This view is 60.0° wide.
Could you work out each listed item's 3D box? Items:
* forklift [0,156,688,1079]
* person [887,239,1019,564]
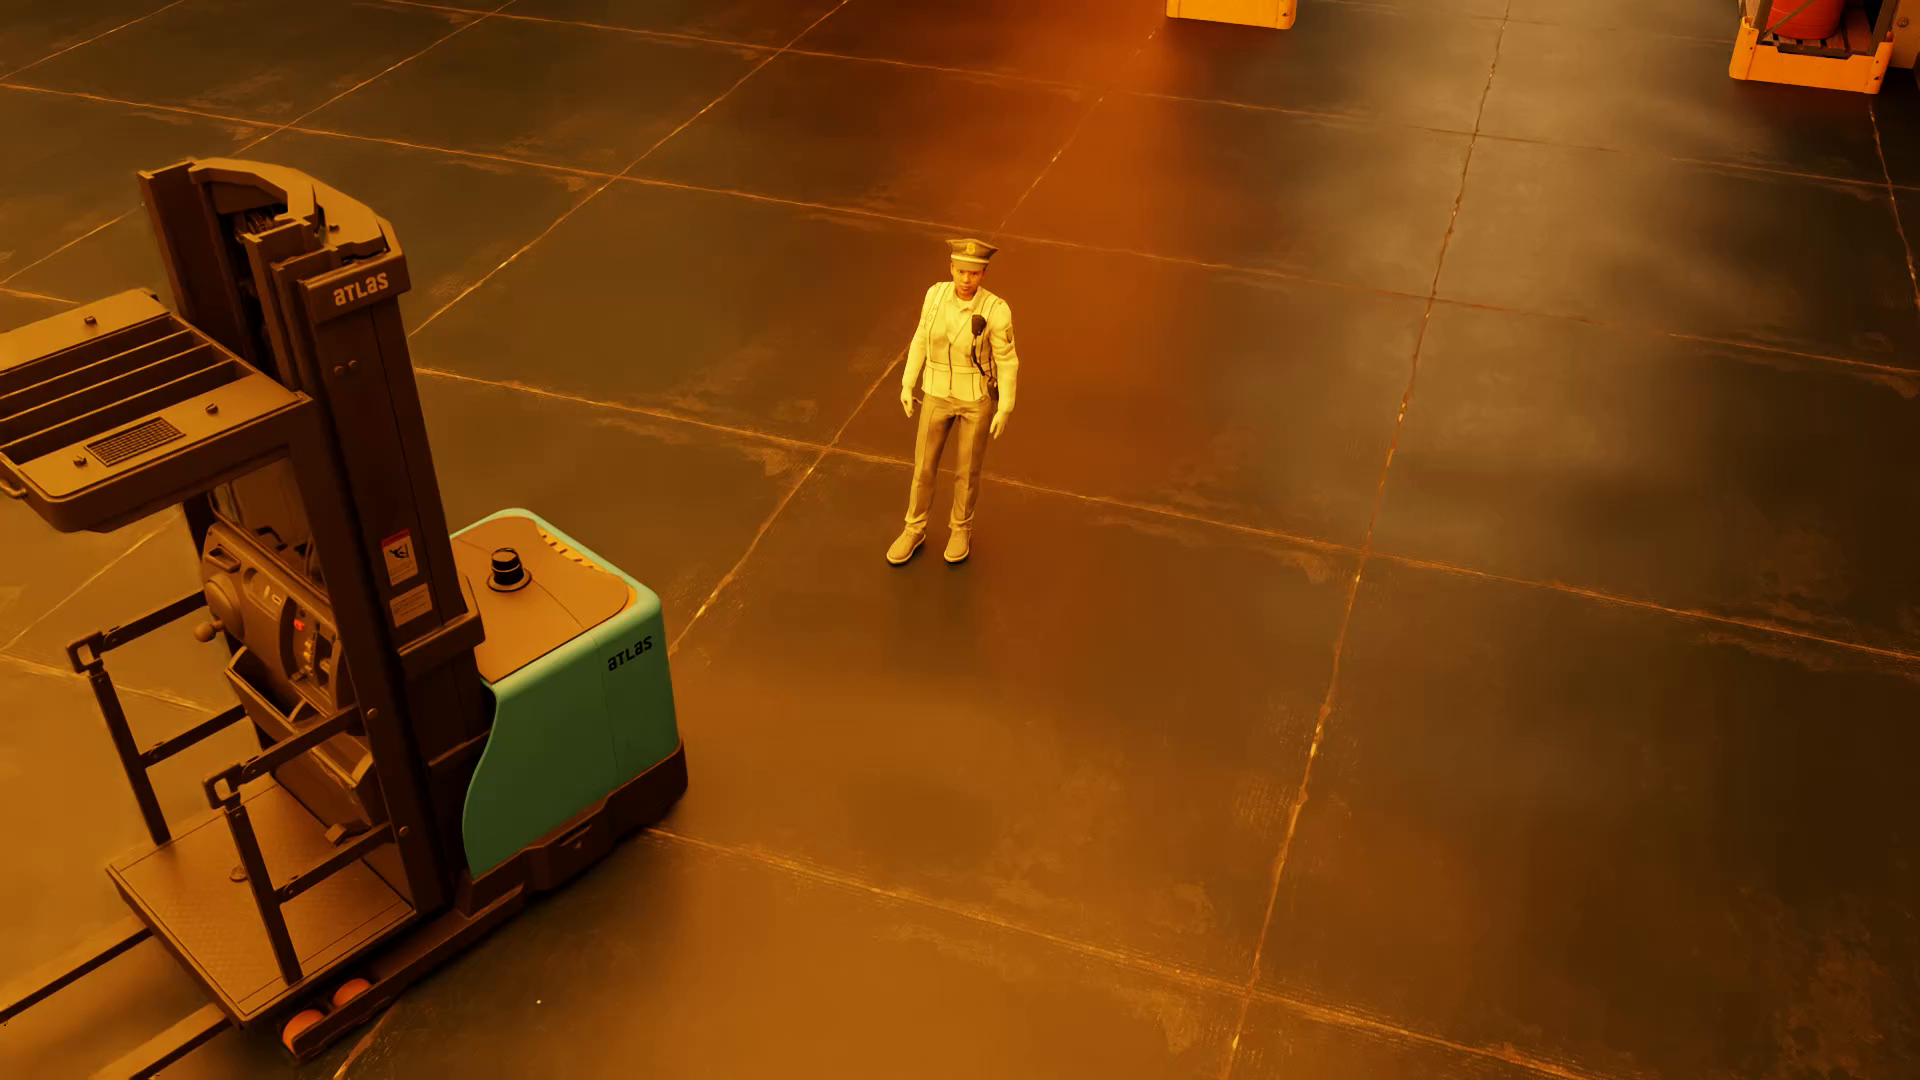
[{"bbox_3d":[-2.524,0.335,5.638,1.130,2.935,3.031,28,44,34],"label":"forklift"},{"bbox_3d":[-0.028,-0.662,8.101,0.588,1.696,0.533,12,37,16],"label":"person"}]
